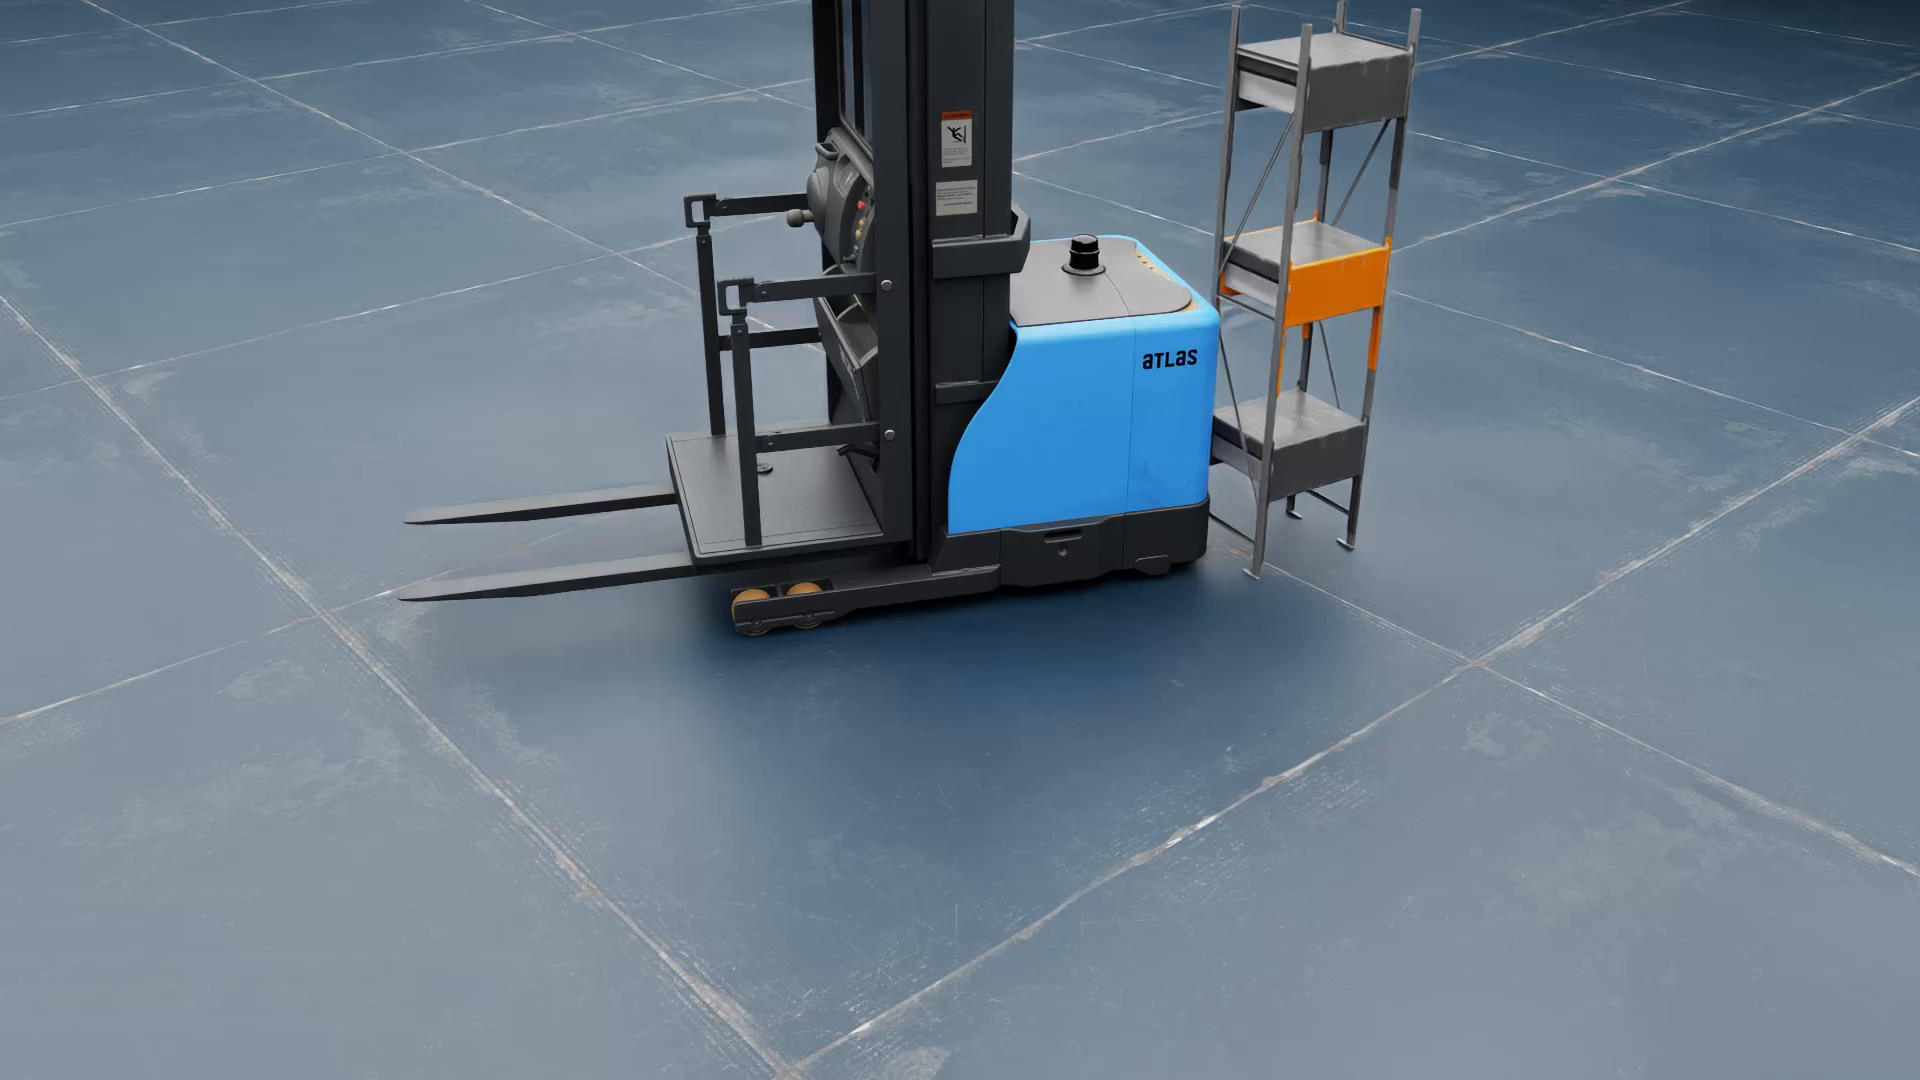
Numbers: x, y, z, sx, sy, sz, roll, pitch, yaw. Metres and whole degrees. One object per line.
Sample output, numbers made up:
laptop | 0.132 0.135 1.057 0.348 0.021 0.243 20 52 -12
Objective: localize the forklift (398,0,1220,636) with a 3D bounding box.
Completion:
forklift | -0.608 -1.218 5.920 3.031 2.935 1.130 -7 29 -13

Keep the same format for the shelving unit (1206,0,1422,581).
shelving unit | 1.262 -0.907 6.218 0.503 2.100 0.431 -16 32 -27

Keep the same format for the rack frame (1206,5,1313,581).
rack frame | 1.053 -0.848 6.108 0.015 2.100 0.400 -16 32 -27

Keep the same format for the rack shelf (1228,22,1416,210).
rack shelf | 1.261 -1.512 5.893 0.480 0.518 0.431 -16 32 -27

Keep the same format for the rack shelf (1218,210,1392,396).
rack shelf | 1.262 -0.895 6.224 0.480 0.518 0.431 -16 32 -27

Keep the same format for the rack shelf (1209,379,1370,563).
rack shelf | 1.264 -0.278 6.555 0.480 0.518 0.431 -16 32 -27

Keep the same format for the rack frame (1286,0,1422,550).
rack frame | 1.472 -0.967 6.328 0.015 2.100 0.400 -16 32 -27
